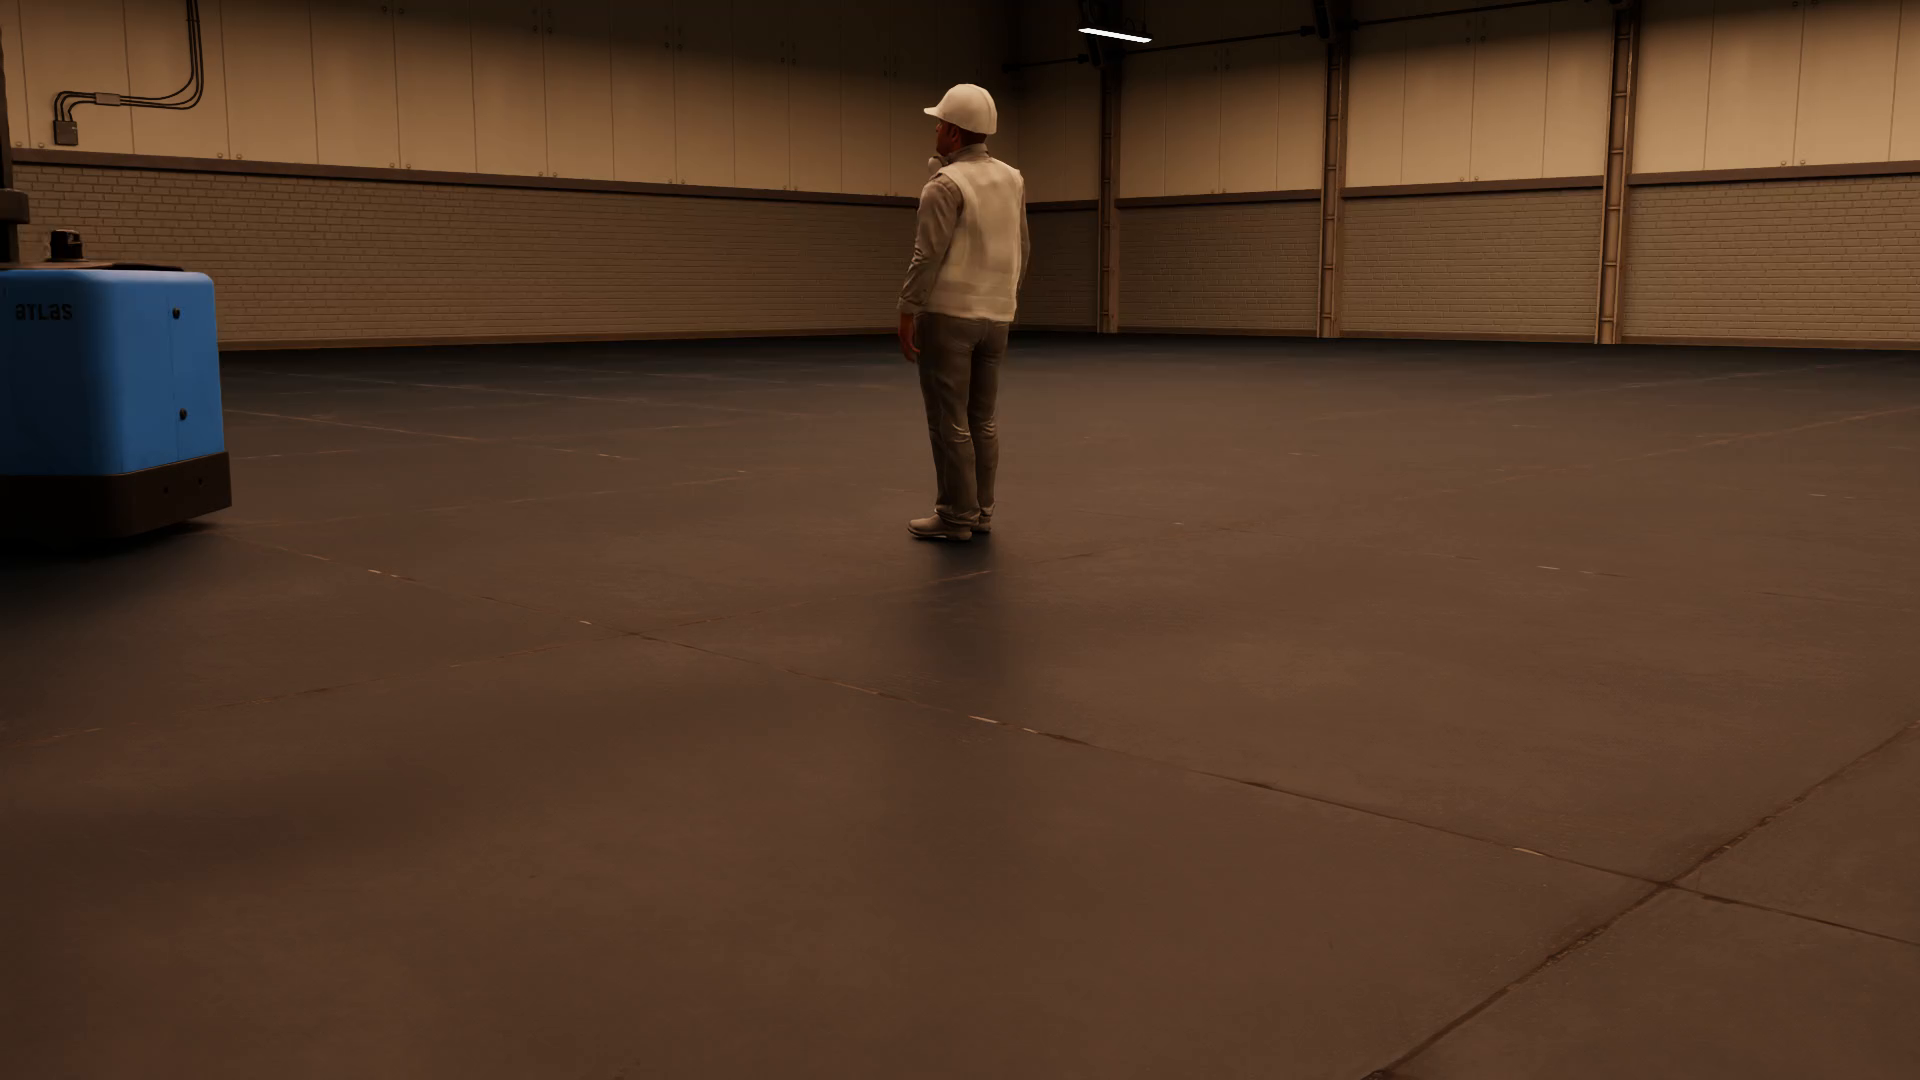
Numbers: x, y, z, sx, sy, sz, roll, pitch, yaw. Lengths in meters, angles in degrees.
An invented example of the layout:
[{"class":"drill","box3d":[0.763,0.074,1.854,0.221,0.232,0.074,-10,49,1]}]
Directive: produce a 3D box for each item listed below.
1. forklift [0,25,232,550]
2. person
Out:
[{"class":"forklift","box3d":[-4.666,-1.458,6.554,3.031,2.935,1.130,0,9,0]},{"class":"person","box3d":[-0.039,-0.892,6.632,0.568,1.773,0.632,8,12,43]}]
